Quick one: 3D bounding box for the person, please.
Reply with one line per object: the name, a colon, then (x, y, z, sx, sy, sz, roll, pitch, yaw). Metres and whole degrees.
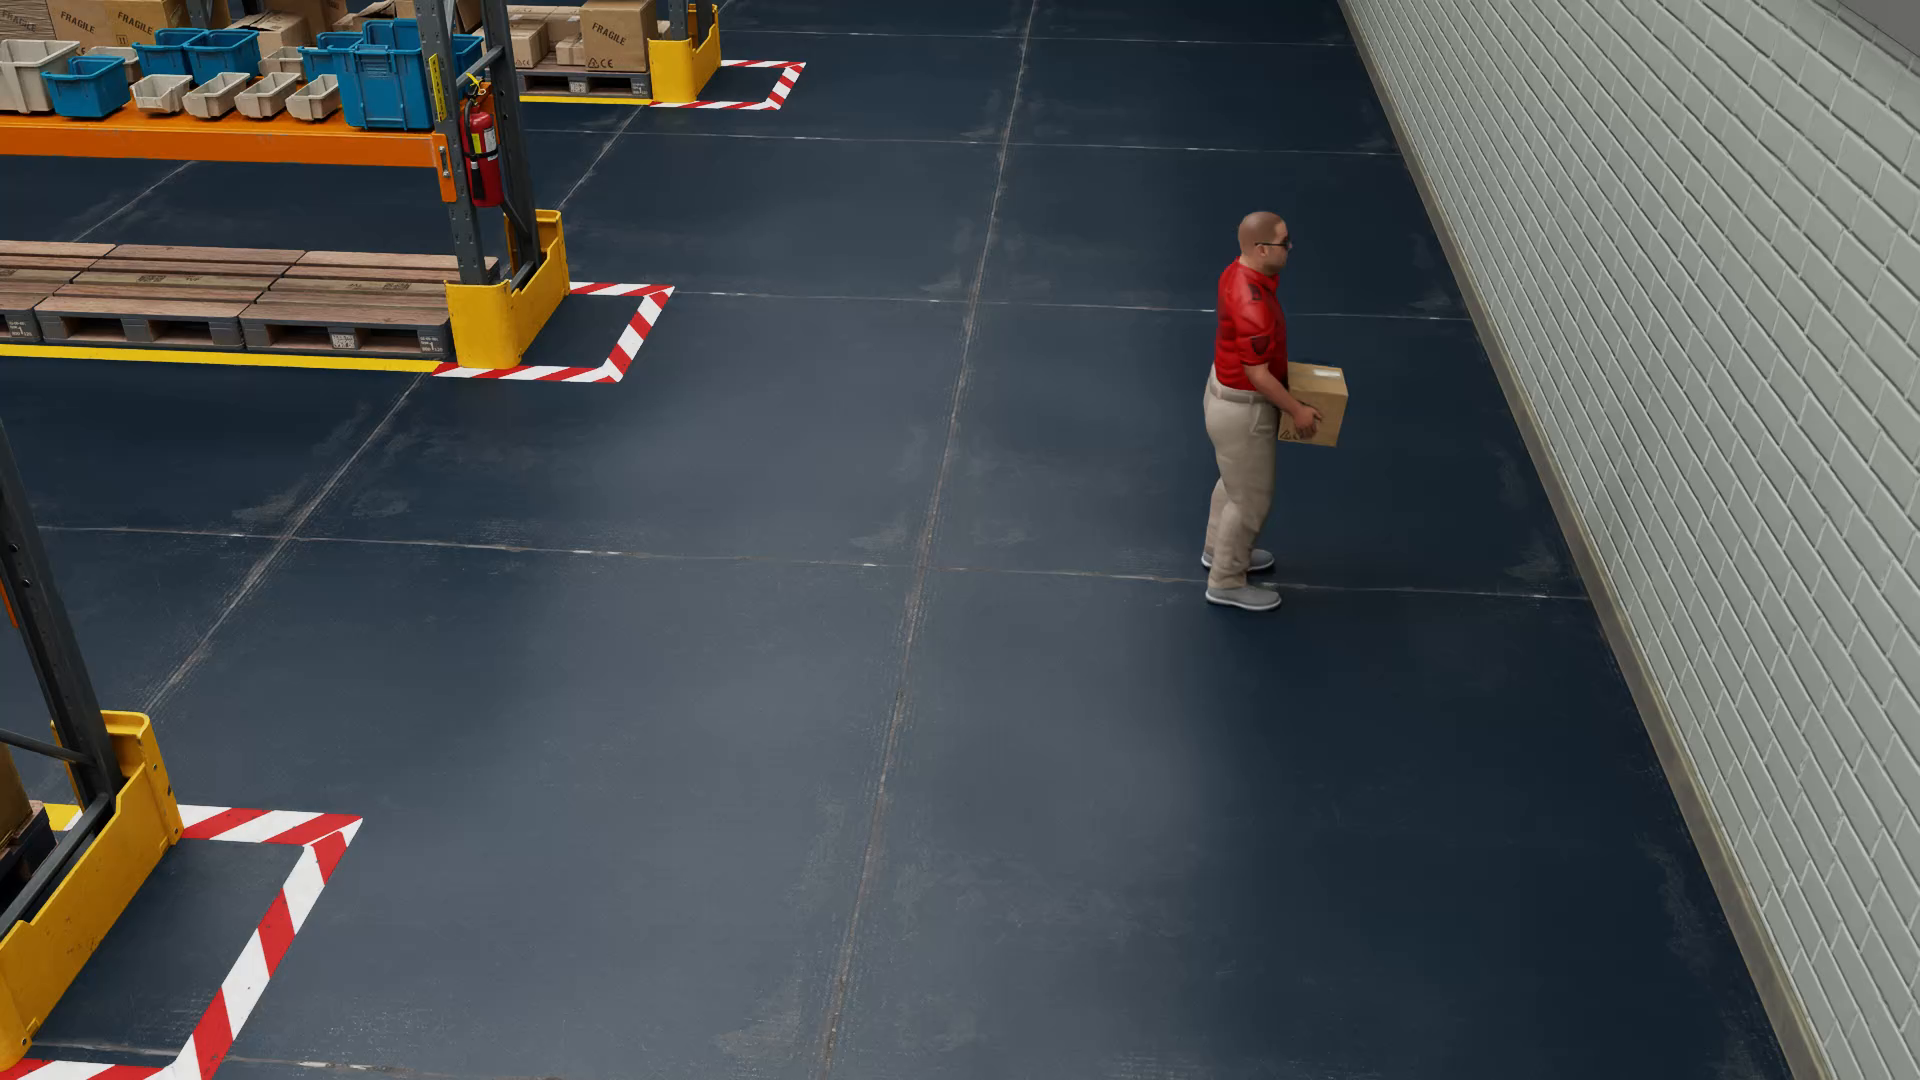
person: (1.277, -0.555, 7.040, 0.483, 1.733, 0.530, 2, 32, 4)
